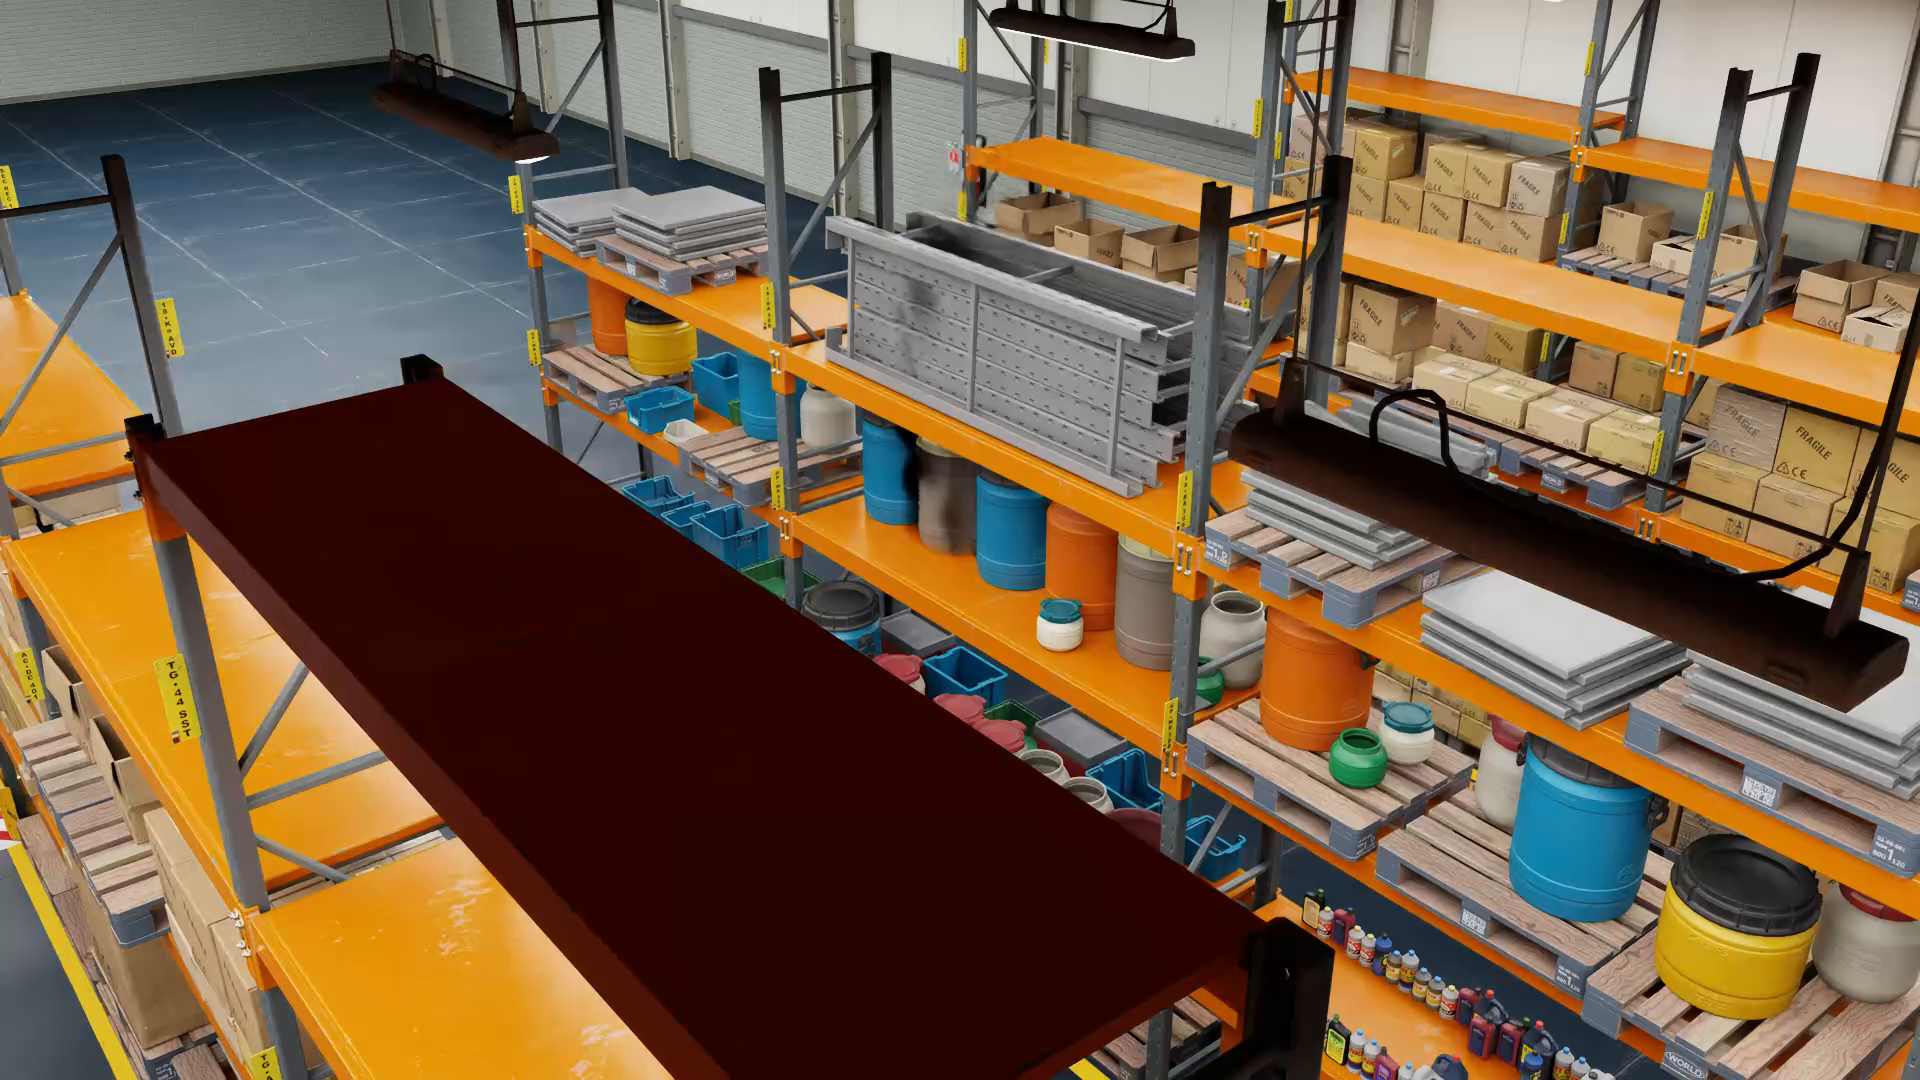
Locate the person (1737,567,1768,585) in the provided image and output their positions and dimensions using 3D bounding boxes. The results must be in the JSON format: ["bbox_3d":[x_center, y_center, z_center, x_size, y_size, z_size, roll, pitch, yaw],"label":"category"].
[{"bbox_3d":[6.693,0.969,14.240,0.707,1.727,0.740,-19,31,-33],"label":"person"}]
